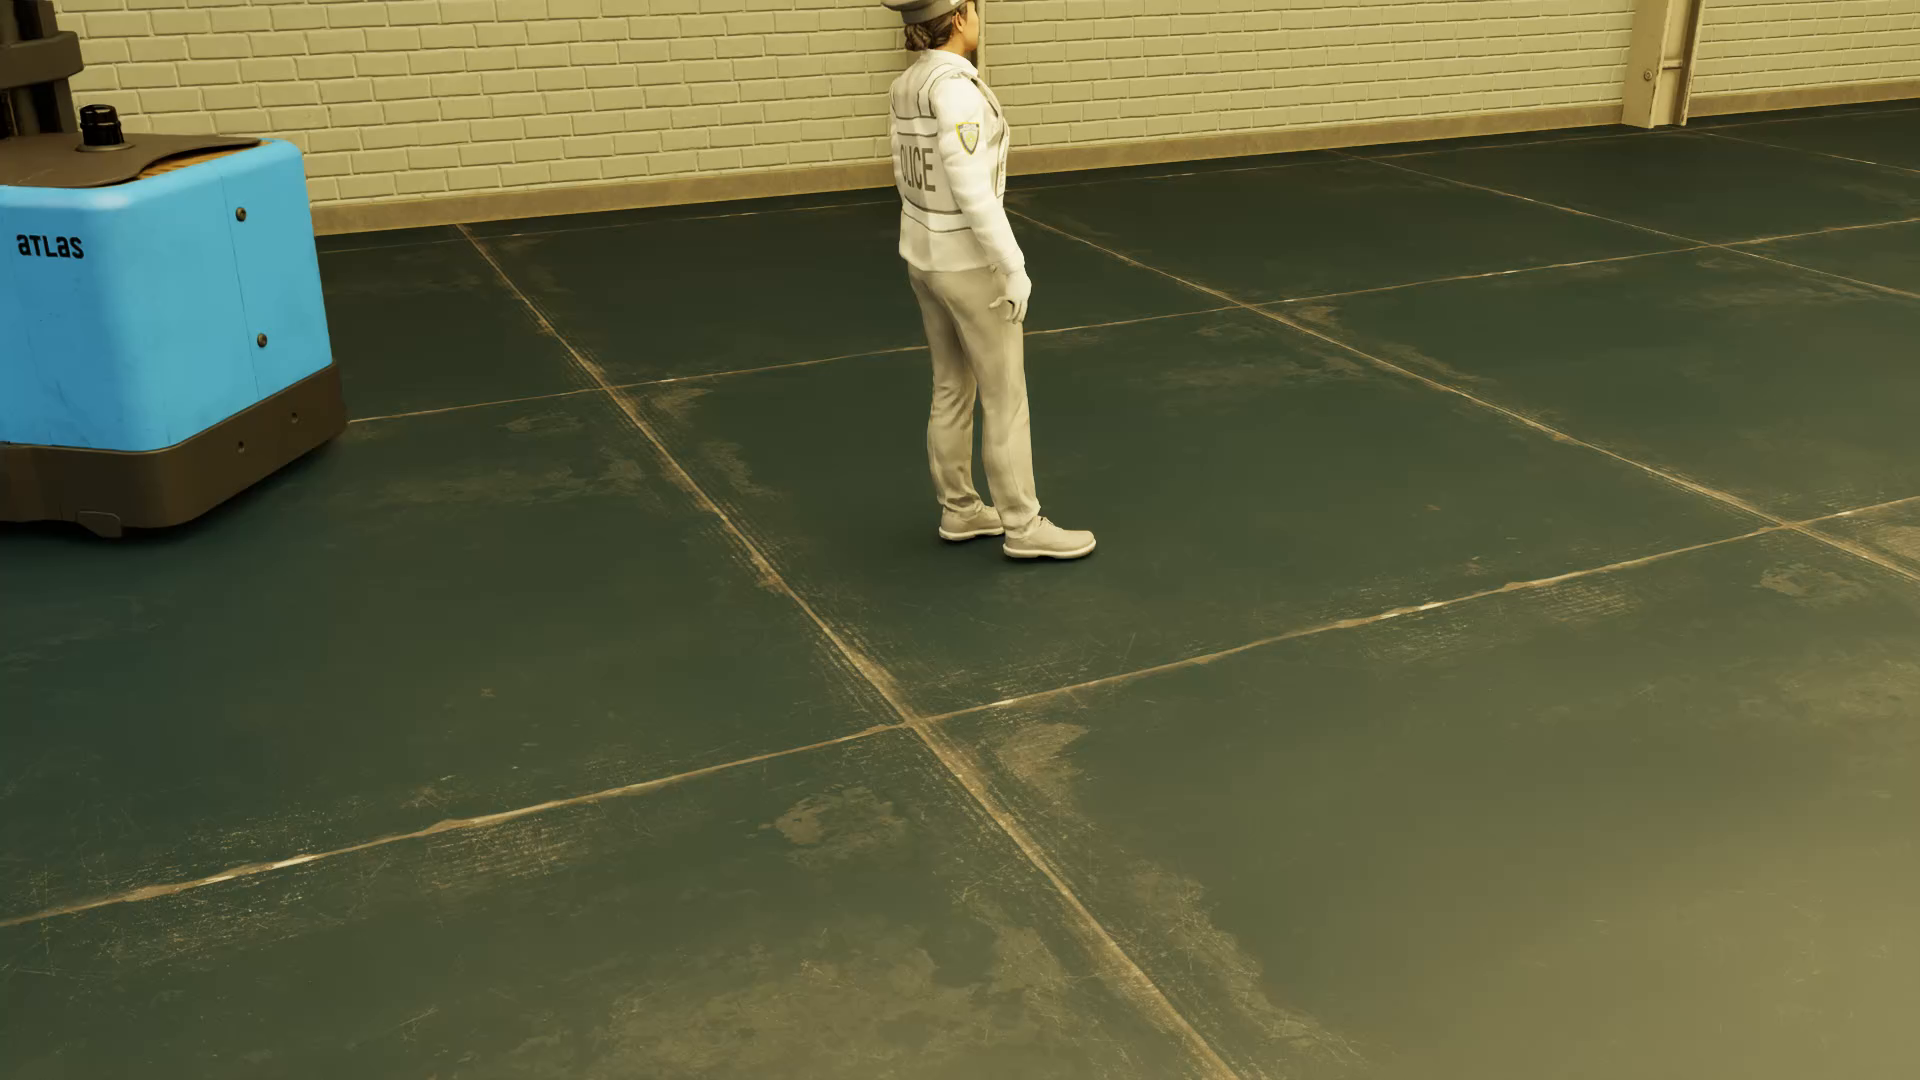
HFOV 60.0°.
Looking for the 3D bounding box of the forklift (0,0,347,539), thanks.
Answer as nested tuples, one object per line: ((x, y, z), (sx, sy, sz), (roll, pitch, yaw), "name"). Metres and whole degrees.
((-3.734, -1.627, 5.203), (3.031, 2.935, 1.130), (4, 23, 11), "forklift")

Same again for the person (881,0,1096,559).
((0.065, -0.798, 4.800), (0.531, 1.695, 0.588), (-10, 25, -23), "person")
